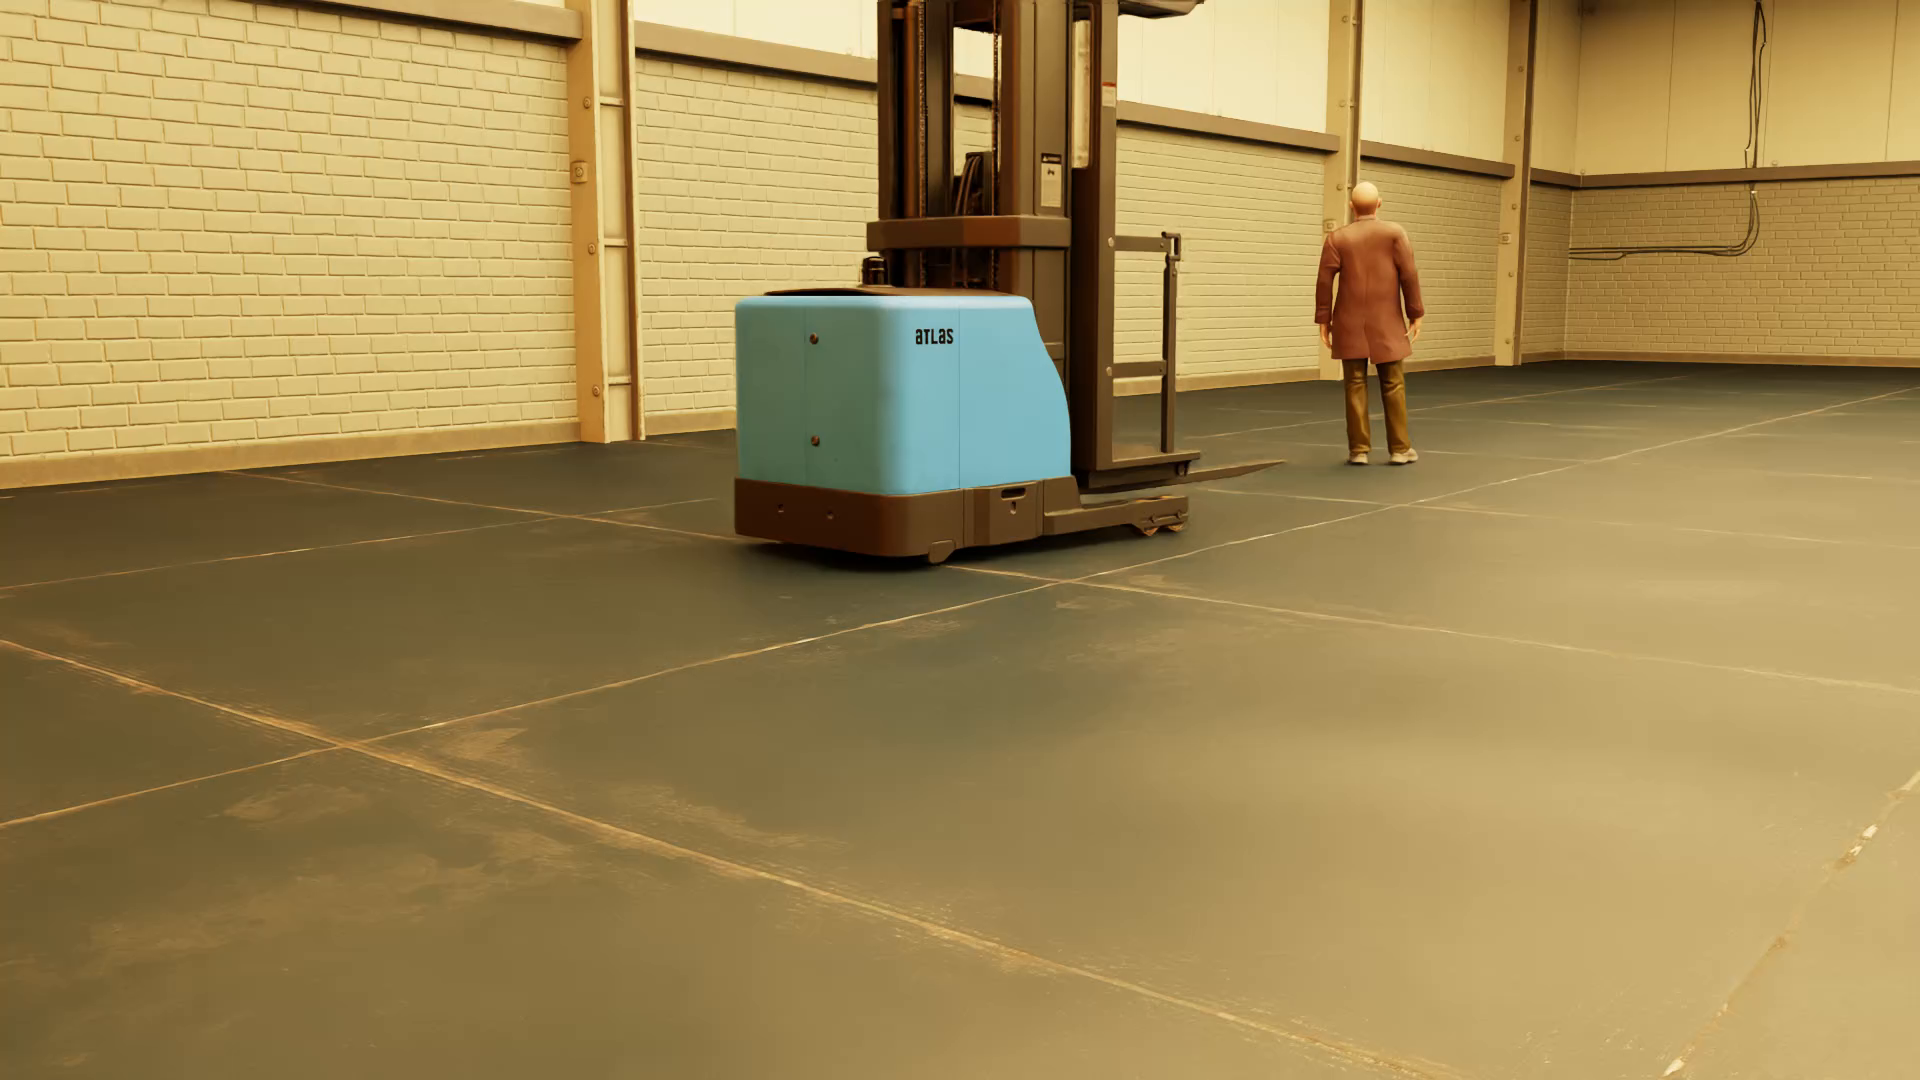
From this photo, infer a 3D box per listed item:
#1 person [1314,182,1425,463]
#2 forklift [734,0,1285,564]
[{"bbox_3d":[2.640,-1.386,10.702,0.693,1.780,0.572,3,9,21],"label":"person"},{"bbox_3d":[0.415,-1.517,7.649,1.130,2.935,3.031,8,11,43],"label":"forklift"}]
